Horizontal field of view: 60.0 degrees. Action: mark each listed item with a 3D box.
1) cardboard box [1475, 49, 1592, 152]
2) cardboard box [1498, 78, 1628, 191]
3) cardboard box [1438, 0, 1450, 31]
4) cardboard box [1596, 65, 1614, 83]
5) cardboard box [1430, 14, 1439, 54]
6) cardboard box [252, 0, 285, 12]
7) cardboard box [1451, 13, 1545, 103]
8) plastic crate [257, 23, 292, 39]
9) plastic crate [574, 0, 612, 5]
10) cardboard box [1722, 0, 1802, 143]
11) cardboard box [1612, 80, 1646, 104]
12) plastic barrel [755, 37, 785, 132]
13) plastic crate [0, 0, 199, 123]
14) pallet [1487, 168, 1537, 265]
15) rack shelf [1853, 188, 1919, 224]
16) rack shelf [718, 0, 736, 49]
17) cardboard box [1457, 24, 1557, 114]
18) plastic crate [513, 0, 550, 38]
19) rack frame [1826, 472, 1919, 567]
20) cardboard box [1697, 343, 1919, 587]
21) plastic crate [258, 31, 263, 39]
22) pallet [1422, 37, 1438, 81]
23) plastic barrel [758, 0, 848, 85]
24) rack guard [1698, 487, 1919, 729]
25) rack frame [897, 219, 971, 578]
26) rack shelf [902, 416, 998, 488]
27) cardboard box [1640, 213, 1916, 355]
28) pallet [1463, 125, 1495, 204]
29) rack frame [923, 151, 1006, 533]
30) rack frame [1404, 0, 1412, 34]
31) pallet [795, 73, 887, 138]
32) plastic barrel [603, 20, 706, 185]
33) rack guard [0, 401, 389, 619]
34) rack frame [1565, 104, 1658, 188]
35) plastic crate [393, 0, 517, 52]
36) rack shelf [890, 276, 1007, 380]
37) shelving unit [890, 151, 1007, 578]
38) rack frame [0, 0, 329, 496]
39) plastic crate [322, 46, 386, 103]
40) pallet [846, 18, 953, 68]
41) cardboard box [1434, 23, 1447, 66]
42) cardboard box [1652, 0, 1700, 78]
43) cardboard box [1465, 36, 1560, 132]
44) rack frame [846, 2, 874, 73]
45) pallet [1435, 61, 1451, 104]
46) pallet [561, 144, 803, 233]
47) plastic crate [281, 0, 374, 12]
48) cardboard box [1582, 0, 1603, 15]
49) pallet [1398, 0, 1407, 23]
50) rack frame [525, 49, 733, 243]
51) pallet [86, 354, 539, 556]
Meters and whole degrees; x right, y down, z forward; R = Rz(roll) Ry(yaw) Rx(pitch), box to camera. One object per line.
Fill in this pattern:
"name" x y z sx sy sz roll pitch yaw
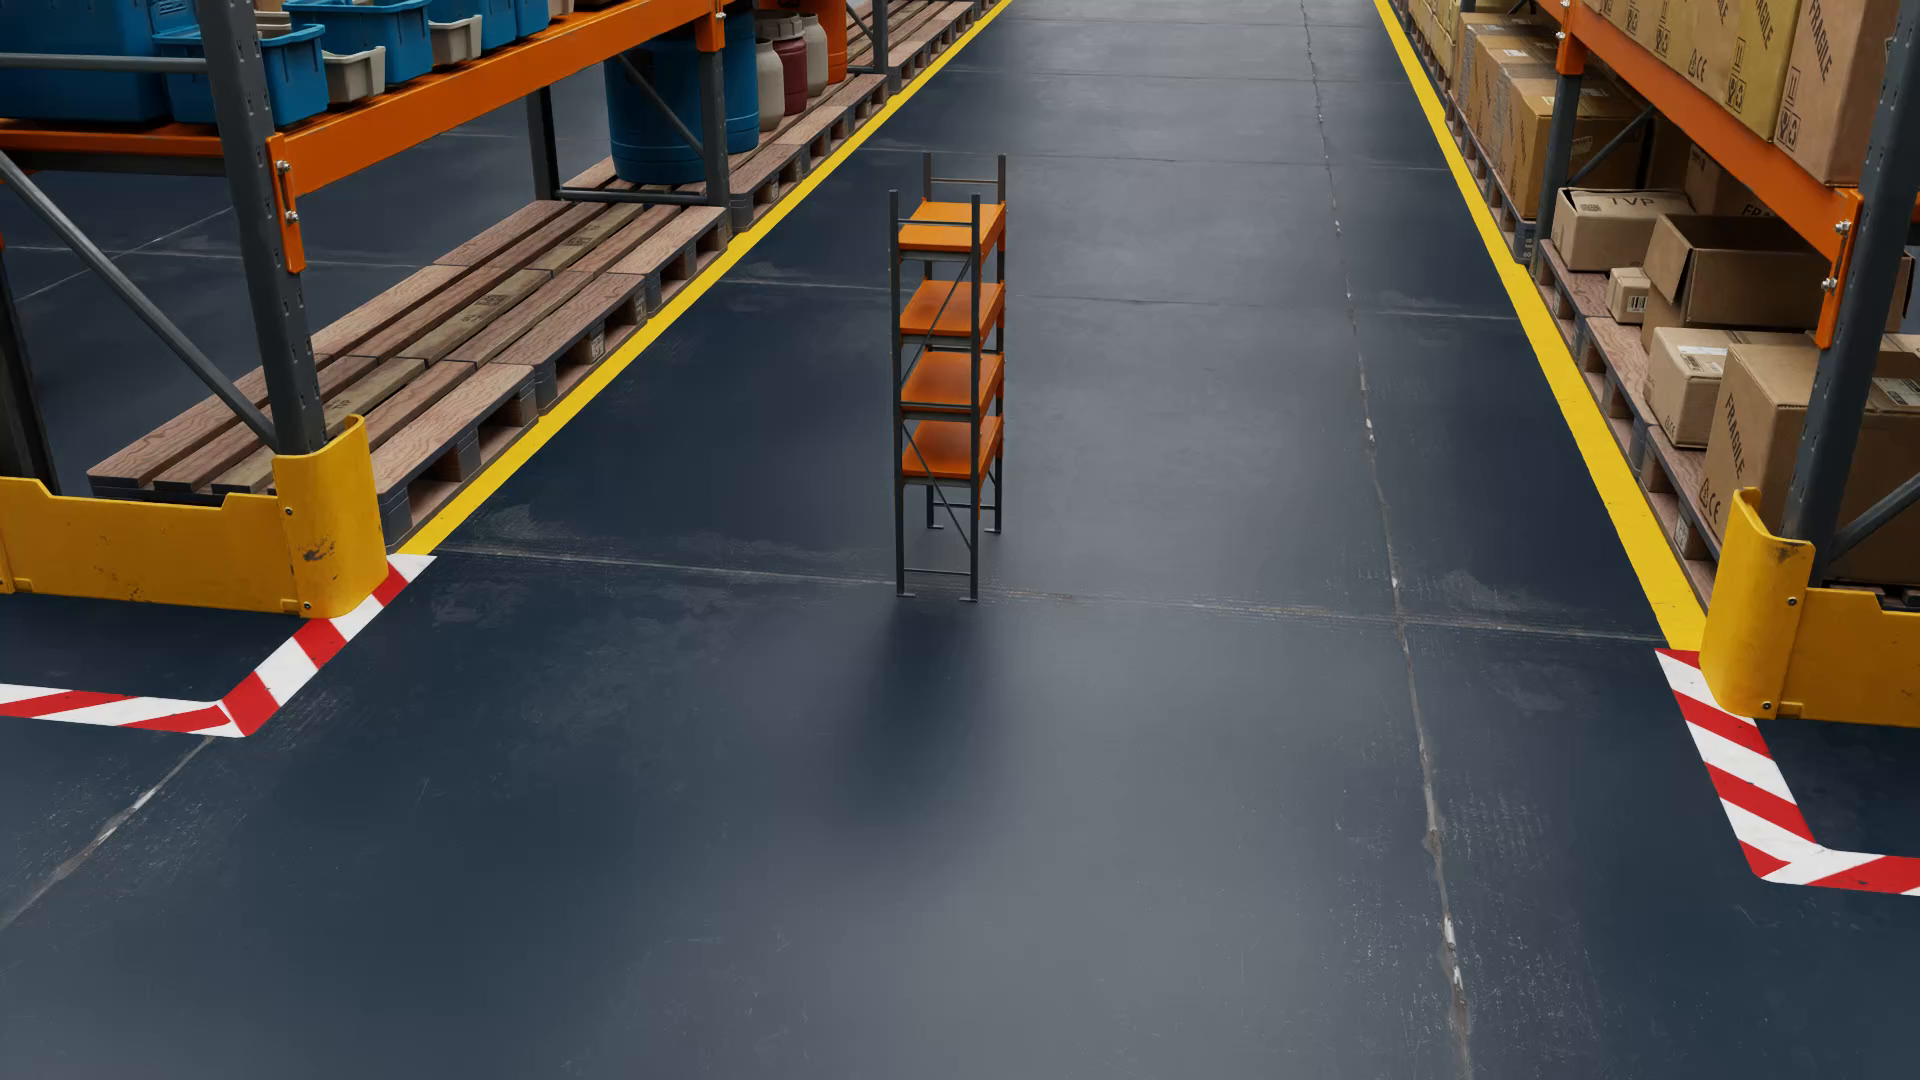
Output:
"cardboard box" 3.263 -2.500 9.483 0.500 0.500 0.500 3 25 7
"cardboard box" 3.099 -2.078 8.581 0.500 0.500 0.500 4 25 9
"cardboard box" 3.787 -3.904 12.139 0.500 0.311 0.500 4 25 8
"cardboard box" 3.697 -2.263 8.976 0.500 0.500 0.500 4 25 9
"cardboard box" 3.877 -3.859 12.704 0.500 0.250 0.500 5 25 10
"cardboard box" -5.817 -4.288 13.302 0.700 0.500 0.500 3 25 6
"cardboard box" 3.510 -3.148 10.866 0.500 0.500 0.500 5 26 11
"plastic crate" -2.311 -1.632 5.438 0.396 0.136 0.243 4 25 9
"plastic crate" -1.592 -2.339 6.962 0.437 0.125 0.590 4 25 9
"cardboard box" 2.445 -1.374 4.529 0.500 0.500 0.500 4 25 9
"cardboard box" 3.608 -2.055 8.531 0.500 0.500 0.500 4 25 9
"plastic barrel" -1.272 -2.739 10.003 0.421 0.512 0.421 0 25 0
"plastic crate" -2.457 -1.446 4.689 0.616 0.435 0.499 4 25 9
"pallet" 3.308 -1.658 8.544 1.003 0.211 1.213 4 25 9
"rack shelf" 2.886 -1.537 5.529 0.919 0.052 3.809 4 25 9
"rack shelf" -1.347 -3.434 9.896 1.077 0.370 4.000 4 25 9
"cardboard box" 3.430 -2.928 10.398 0.500 0.500 0.500 3 25 7
"plastic crate" -1.698 -1.958 6.022 0.416 0.233 0.300 4 25 9
"rack frame" 2.562 -0.905 3.645 0.949 2.616 0.053 4 25 9
"cardboard box" 2.405 -0.217 4.605 0.500 0.500 0.500 4 25 9
"plastic crate" -2.373 -1.511 5.181 0.396 0.136 0.243 4 25 9
"pallet" 4.241 -3.839 13.202 1.003 0.211 1.213 4 25 9
"plastic barrel" -1.083 -3.598 11.462 0.600 0.830 0.708 4 25 9
"rack guard" 2.571 0.195 4.244 1.175 0.500 0.348 4 25 9
"rack frame" -0.068 -0.372 4.630 0.228 1.046 0.006 4 25 9
"rack shelf" -0.027 -0.269 4.944 0.221 0.050 0.457 4 25 9
"cardboard box" 2.911 -0.861 5.977 0.797 0.503 0.637 4 25 9
"pallet" 3.505 -2.170 9.637 1.003 0.211 1.213 4 25 9
"rack frame" 0.013 -0.576 5.066 0.240 1.200 0.015 4 25 9
"rack frame" 4.520 -5.924 14.368 1.000 3.000 0.127 4 25 9
"pallet" -1.108 -3.000 11.411 1.003 0.211 1.213 4 25 9
"plastic barrel" -1.568 -2.389 8.796 0.600 0.901 0.708 4 25 9
"rack guard" -2.318 -0.107 4.889 1.175 0.500 0.348 4 25 9
"rack frame" 3.216 -2.578 7.220 0.949 2.616 0.053 4 25 9
"plastic crate" -1.747 -1.833 5.754 0.416 0.233 0.300 4 25 9
"rack shelf" -0.027 -0.616 4.781 0.258 0.148 0.480 4 25 9
"shelving unit" -0.027 -0.475 4.850 0.258 1.200 0.499 4 25 9
"rack frame" -2.327 -1.250 4.382 1.000 3.000 0.127 4 25 9
"plastic crate" -1.828 -1.367 4.872 0.250 0.136 0.298 4 25 9
"pallet" -0.653 -4.163 13.895 1.003 0.211 1.213 4 25 9
"cardboard box" 3.792 -3.649 12.255 0.500 0.250 0.500 4 25 8
"cardboard box" 2.614 -1.793 5.425 0.500 0.500 0.500 4 25 8
"cardboard box" 3.829 -3.251 11.026 1.136 0.551 3.017 3 25 7
"rack frame" -1.023 -4.596 11.531 0.949 2.616 0.053 4 25 9
"pallet" 1.155 -3.956 10.150 6.198 3.011 5.144 4 25 9
"pallet" -1.506 -1.980 9.231 1.003 0.211 1.213 4 25 9
"plastic crate" -2.260 -1.875 5.958 0.298 0.136 0.250 4 25 9
"cardboard box" 2.860 -2.429 6.784 0.500 0.500 0.500 5 25 10
"pallet" 4.691 -4.991 15.664 1.003 0.211 1.213 4 25 9
"rack frame" -1.674 -2.923 7.957 1.000 3.000 0.127 4 25 9
"pallet" -2.154 -0.329 5.705 1.003 0.211 1.213 4 25 9
